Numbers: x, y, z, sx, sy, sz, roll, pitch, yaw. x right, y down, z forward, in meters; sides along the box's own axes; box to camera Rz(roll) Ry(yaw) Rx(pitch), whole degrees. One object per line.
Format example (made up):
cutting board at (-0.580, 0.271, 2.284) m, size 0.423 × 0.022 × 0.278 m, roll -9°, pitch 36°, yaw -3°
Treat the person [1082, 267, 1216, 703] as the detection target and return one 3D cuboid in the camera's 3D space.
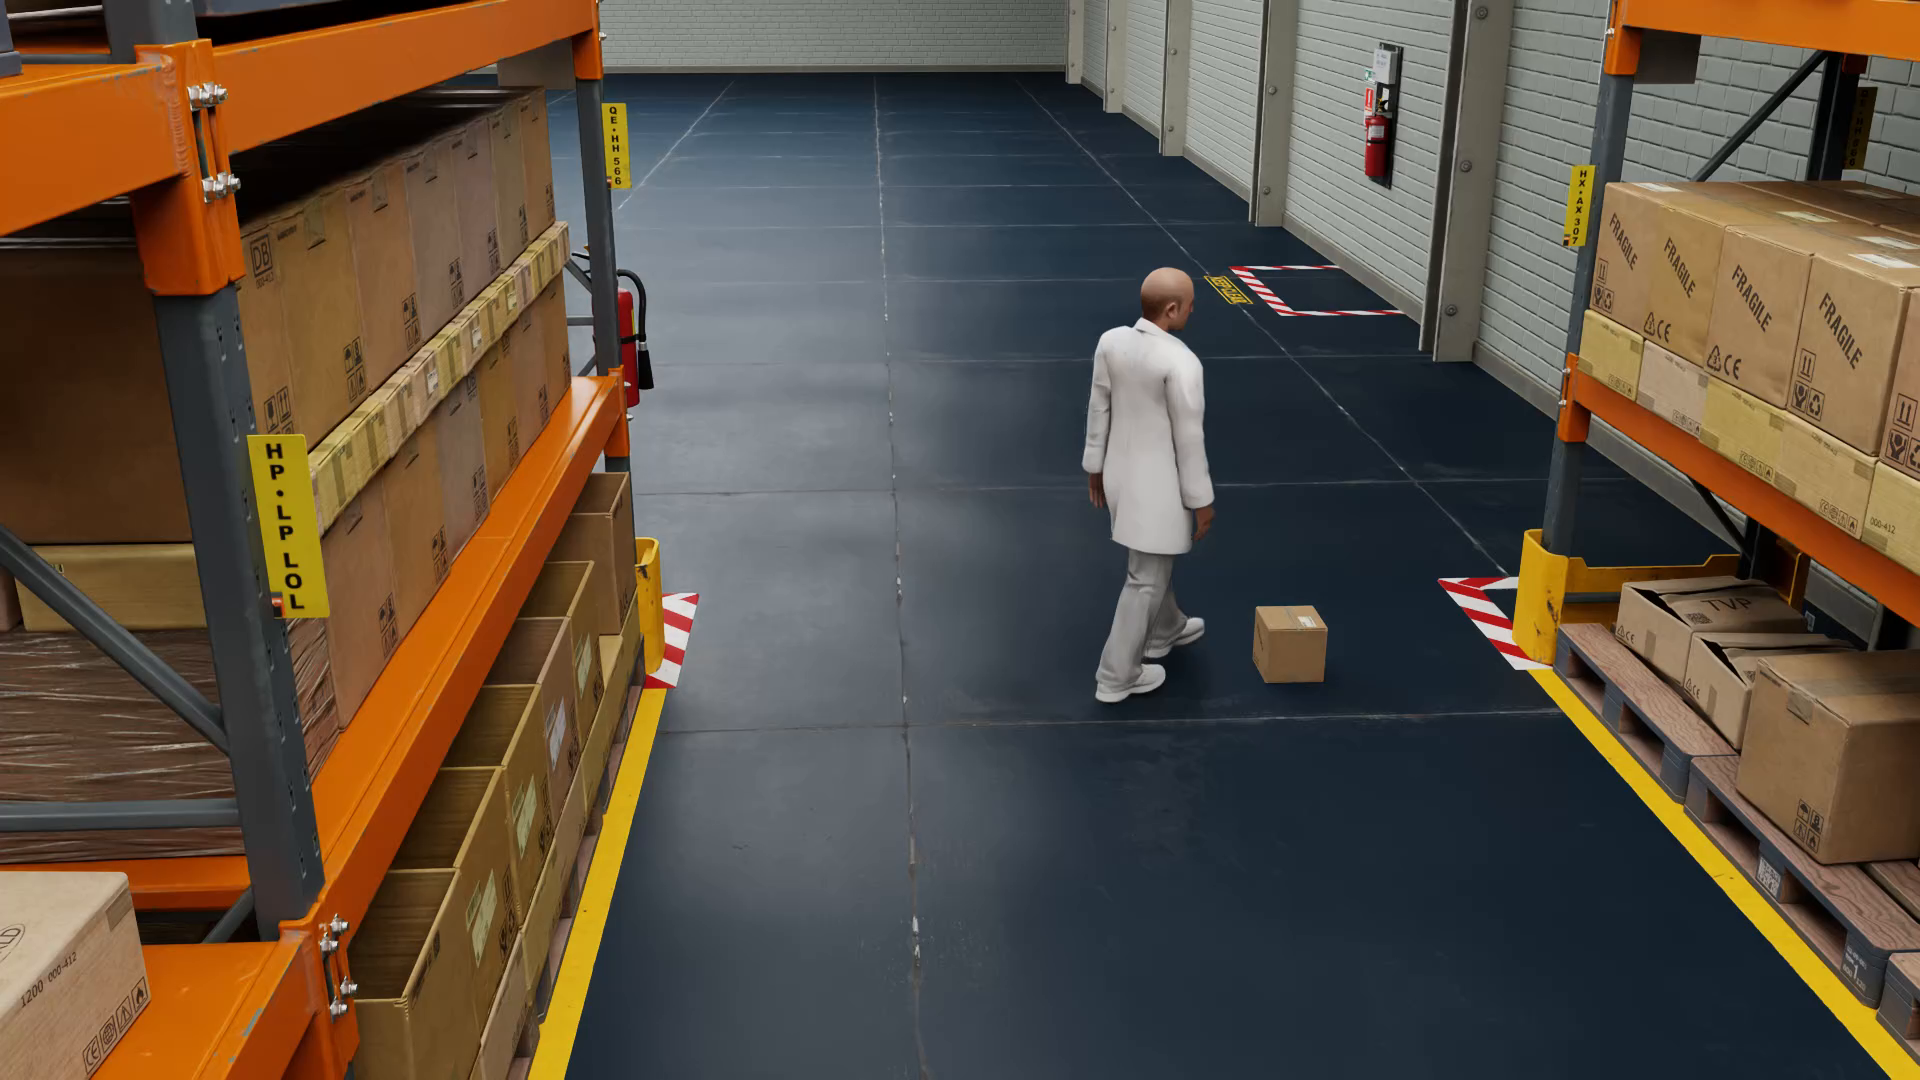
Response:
person at (0.875, -0.244, 6.727) m, size 0.792 × 1.762 × 0.636 m, roll -13°, pitch 24°, yaw -32°
